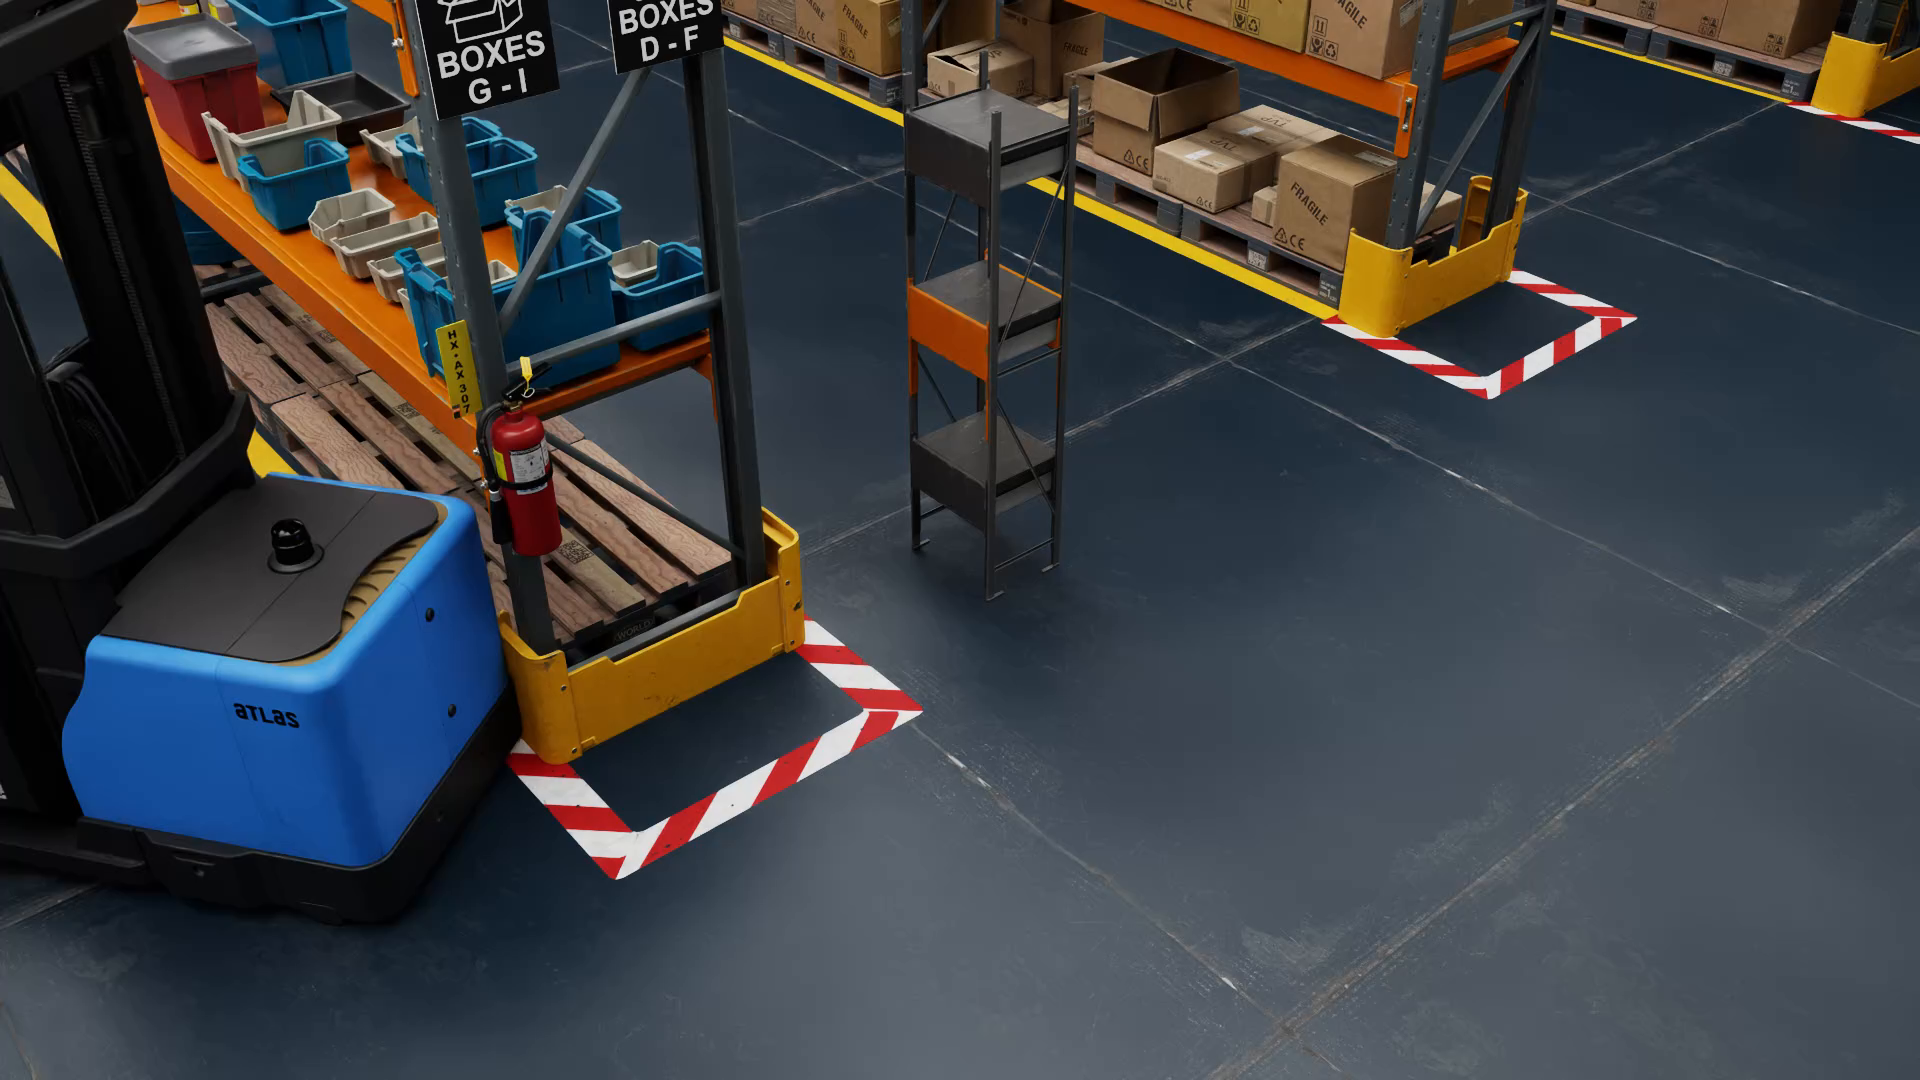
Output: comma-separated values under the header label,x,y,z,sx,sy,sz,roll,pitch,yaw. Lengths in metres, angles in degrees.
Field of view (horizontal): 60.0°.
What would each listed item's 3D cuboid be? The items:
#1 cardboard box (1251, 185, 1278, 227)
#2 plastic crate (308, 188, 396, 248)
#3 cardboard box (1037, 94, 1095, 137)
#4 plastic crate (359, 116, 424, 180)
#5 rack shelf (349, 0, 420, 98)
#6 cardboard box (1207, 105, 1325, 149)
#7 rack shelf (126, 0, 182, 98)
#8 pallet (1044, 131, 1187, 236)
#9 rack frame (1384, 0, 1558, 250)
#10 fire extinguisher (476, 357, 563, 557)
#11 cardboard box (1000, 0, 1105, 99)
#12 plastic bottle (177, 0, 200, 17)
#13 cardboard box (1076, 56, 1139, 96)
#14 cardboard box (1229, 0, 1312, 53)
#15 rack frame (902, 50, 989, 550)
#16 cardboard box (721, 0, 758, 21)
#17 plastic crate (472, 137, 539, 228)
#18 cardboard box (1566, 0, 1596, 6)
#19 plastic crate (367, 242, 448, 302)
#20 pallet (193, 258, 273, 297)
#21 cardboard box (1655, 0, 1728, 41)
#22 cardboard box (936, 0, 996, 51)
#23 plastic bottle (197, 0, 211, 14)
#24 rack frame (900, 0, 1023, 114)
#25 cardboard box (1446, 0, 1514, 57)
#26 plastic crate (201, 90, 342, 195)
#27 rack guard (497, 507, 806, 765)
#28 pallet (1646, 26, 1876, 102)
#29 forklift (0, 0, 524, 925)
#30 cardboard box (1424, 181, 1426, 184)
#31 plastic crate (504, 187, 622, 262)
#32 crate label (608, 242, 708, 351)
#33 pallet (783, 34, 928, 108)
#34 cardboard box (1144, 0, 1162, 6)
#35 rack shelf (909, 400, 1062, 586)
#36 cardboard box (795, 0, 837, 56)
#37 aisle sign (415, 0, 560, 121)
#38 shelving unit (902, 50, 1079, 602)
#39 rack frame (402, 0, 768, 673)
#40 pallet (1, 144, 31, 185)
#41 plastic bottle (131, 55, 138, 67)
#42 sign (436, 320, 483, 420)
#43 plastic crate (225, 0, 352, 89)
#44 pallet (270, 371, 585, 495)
label,x,y,z,sx,sy,sz,roll,pitch,yaw
cardboard box,1.878,-1.914,9.427,0.380,0.166,0.250,-26,43,-32
plastic crate,-2.421,-1.264,6.616,0.298,0.136,0.250,-26,43,-32
cardboard box,0.700,-2.675,10.502,0.380,0.166,0.250,-26,43,-32
plastic crate,-2.405,-1.710,7.246,0.293,0.136,0.466,-26,43,-32
rack shelf,-2.468,-2.497,6.208,1.077,0.370,4.000,-26,43,-32
cardboard box,1.830,-2.375,10.006,0.500,0.250,0.500,-26,43,-32
rack shelf,-5.049,-3.039,9.569,1.077,0.370,4.000,-26,43,-32
pallet,1.262,-2.315,10.337,1.003,0.211,1.213,-26,43,-32
rack frame,2.609,-2.530,8.227,1.000,3.000,0.127,-26,43,-32
fire extinguisher,-1.427,-0.264,5.417,0.296,0.674,0.183,-26,43,-32
cardboard box,0.612,-3.309,11.110,0.500,0.500,0.500,-26,43,-32
plastic bottle,-4.085,-2.822,8.811,0.097,0.201,0.097,0,35,0
cardboard box,1.096,-2.901,10.697,0.500,0.311,0.500,-26,43,-32
cardboard box,1.775,-2.894,8.655,0.500,0.500,0.500,-26,43,-31
rack frame,-0.051,-0.892,6.692,0.400,2.100,0.015,-26,43,-32
cardboard box,-1.475,-4.233,12.413,0.500,0.500,0.500,-28,44,-33
plastic crate,-1.934,-1.453,6.799,0.416,0.233,0.300,-26,43,-32
cardboard box,4.865,-4.477,12.776,0.700,0.500,0.500,-25,42,-31
plastic crate,-2.018,-1.027,6.280,0.396,0.136,0.243,-26,43,-32
pallet,-4.224,-1.668,9.423,1.003,0.211,1.213,-26,43,-32
cardboard box,5.540,-4.023,12.134,0.700,0.500,0.500,-26,43,-32
cardboard box,-0.098,-3.760,11.745,0.500,0.500,0.500,-28,44,-34
plastic bottle,-4.002,-2.907,8.867,0.152,0.276,0.135,-26,43,-32
rack frame,0.028,-4.296,10.720,1.000,3.000,0.127,-26,43,-32
cardboard box,2.524,-2.865,8.613,0.500,0.500,0.500,-25,42,-31
plastic crate,-2.914,-1.683,7.082,0.437,0.282,0.530,-26,43,-32
rack guard,-1.152,0.342,6.335,1.175,0.500,0.348,-26,43,-32
pallet,5.815,-3.565,12.101,1.003,0.211,1.213,-26,43,-32
forklift,-3.183,-0.386,5.259,3.031,2.935,1.130,8,36,11
cardboard box,2.440,-1.976,9.516,0.380,0.166,0.250,-26,43,-32
plastic crate,-1.510,-1.163,6.389,0.416,0.233,0.300,-26,43,-32
crate label,-1.085,-0.872,5.979,0.416,0.233,0.303,-26,43,-32
pallet,-0.526,-3.503,12.013,1.003,0.211,1.213,-26,43,-32
cardboard box,1.132,-3.339,9.283,0.500,0.500,0.500,-27,43,-32
rack shelf,0.107,-0.201,6.952,0.431,0.518,0.480,-26,43,-32
cardboard box,-0.822,-3.788,11.785,0.500,0.500,0.500,-26,43,-32
aisle sign,-1.354,-1.604,4.670,0.394,0.787,0.004,-26,43,-32
shelving unit,0.107,-0.784,6.540,0.431,2.100,0.503,-26,43,-32
rack frame,-1.177,-0.684,5.620,1.000,3.000,0.127,-26,43,-32
pallet,-5.799,-2.745,10.944,1.003,0.211,1.213,-26,43,-32
plastic bottle,-4.176,-2.477,8.324,0.097,0.201,0.097,0,35,0
sign,-1.587,-0.538,5.273,0.100,0.325,0.005,-26,43,-32
plastic crate,-3.196,-2.389,7.990,0.392,0.384,0.575,-26,43,-32
pallet,-2.463,-0.463,7.721,1.003,0.211,1.213,-26,43,-32
